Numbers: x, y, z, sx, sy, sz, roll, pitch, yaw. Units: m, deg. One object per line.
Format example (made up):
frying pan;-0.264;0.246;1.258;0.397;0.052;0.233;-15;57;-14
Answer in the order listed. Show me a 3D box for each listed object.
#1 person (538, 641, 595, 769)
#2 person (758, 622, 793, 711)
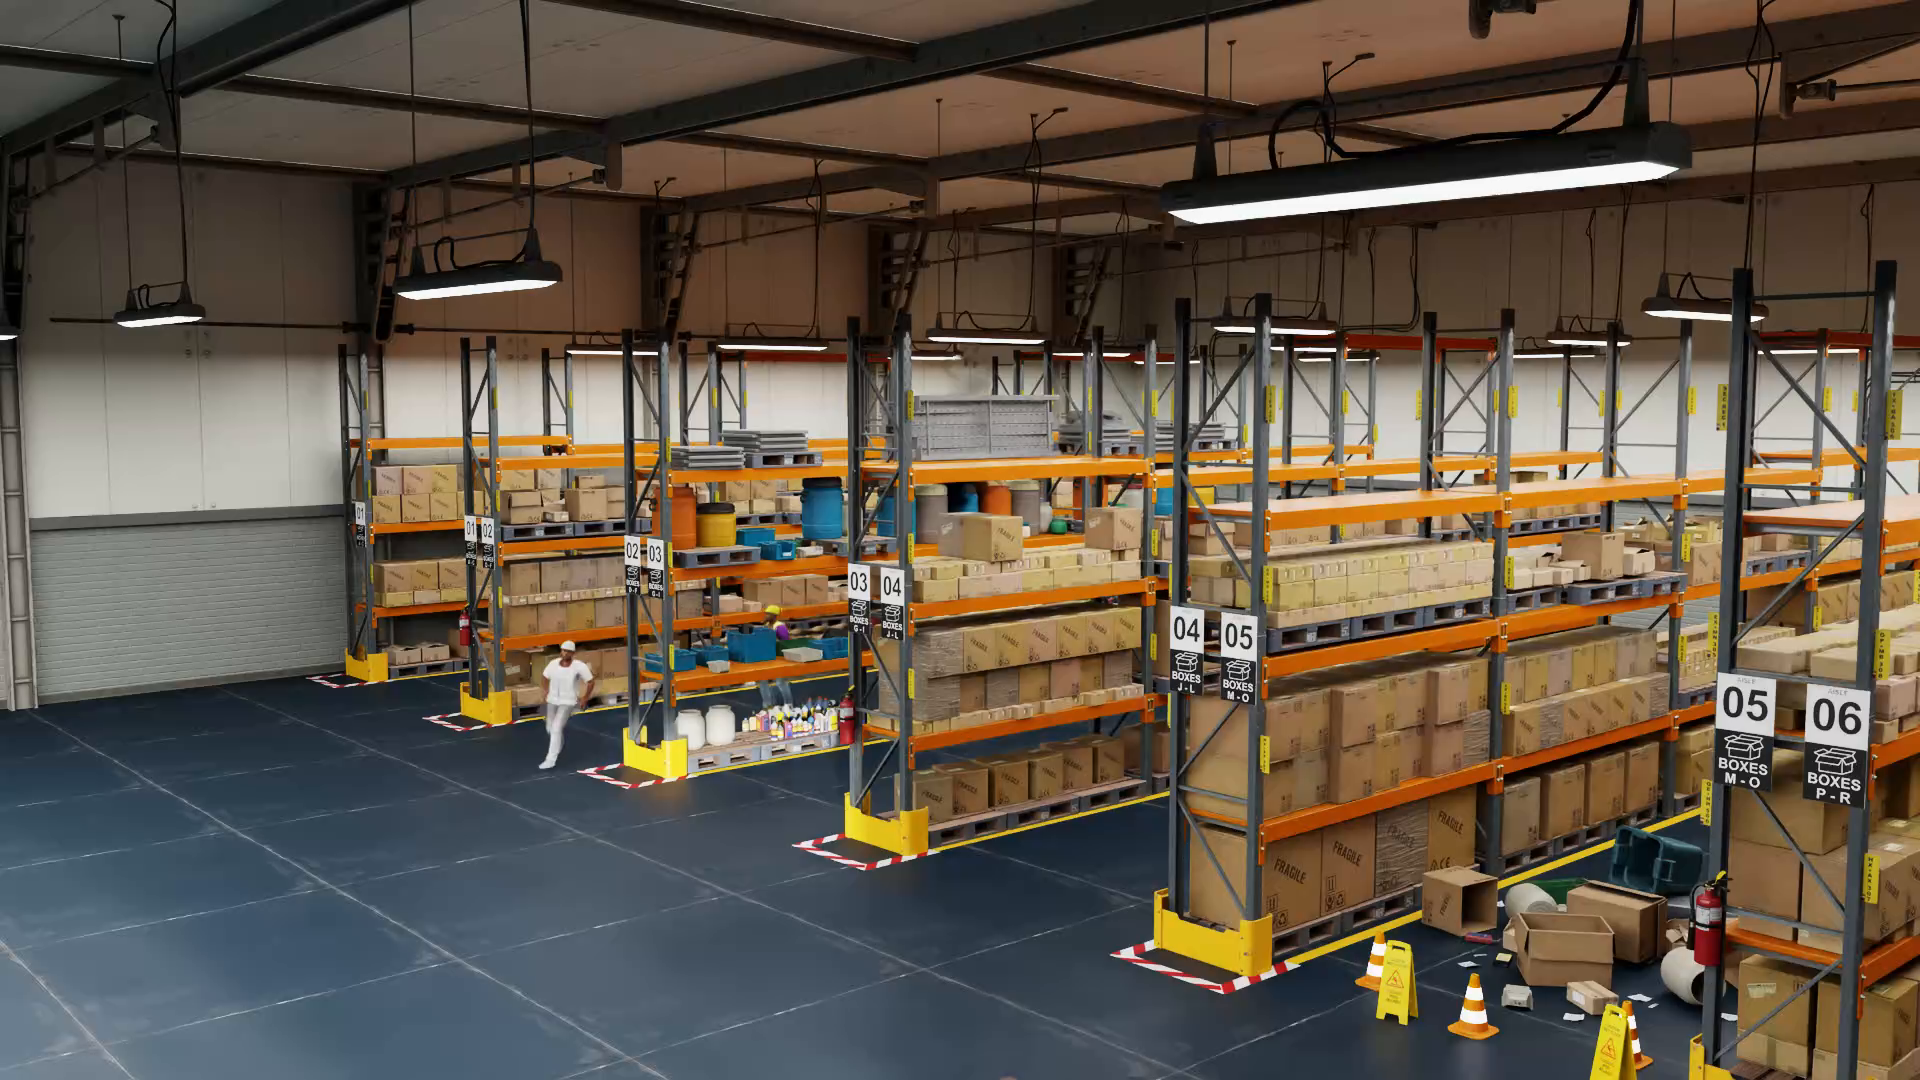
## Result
person;-5.440;2.246;22.959;0.764;1.726;0.832;1;5;12
person;-2.917;2.066;26.493;0.434;1.564;0.663;5;7;43
